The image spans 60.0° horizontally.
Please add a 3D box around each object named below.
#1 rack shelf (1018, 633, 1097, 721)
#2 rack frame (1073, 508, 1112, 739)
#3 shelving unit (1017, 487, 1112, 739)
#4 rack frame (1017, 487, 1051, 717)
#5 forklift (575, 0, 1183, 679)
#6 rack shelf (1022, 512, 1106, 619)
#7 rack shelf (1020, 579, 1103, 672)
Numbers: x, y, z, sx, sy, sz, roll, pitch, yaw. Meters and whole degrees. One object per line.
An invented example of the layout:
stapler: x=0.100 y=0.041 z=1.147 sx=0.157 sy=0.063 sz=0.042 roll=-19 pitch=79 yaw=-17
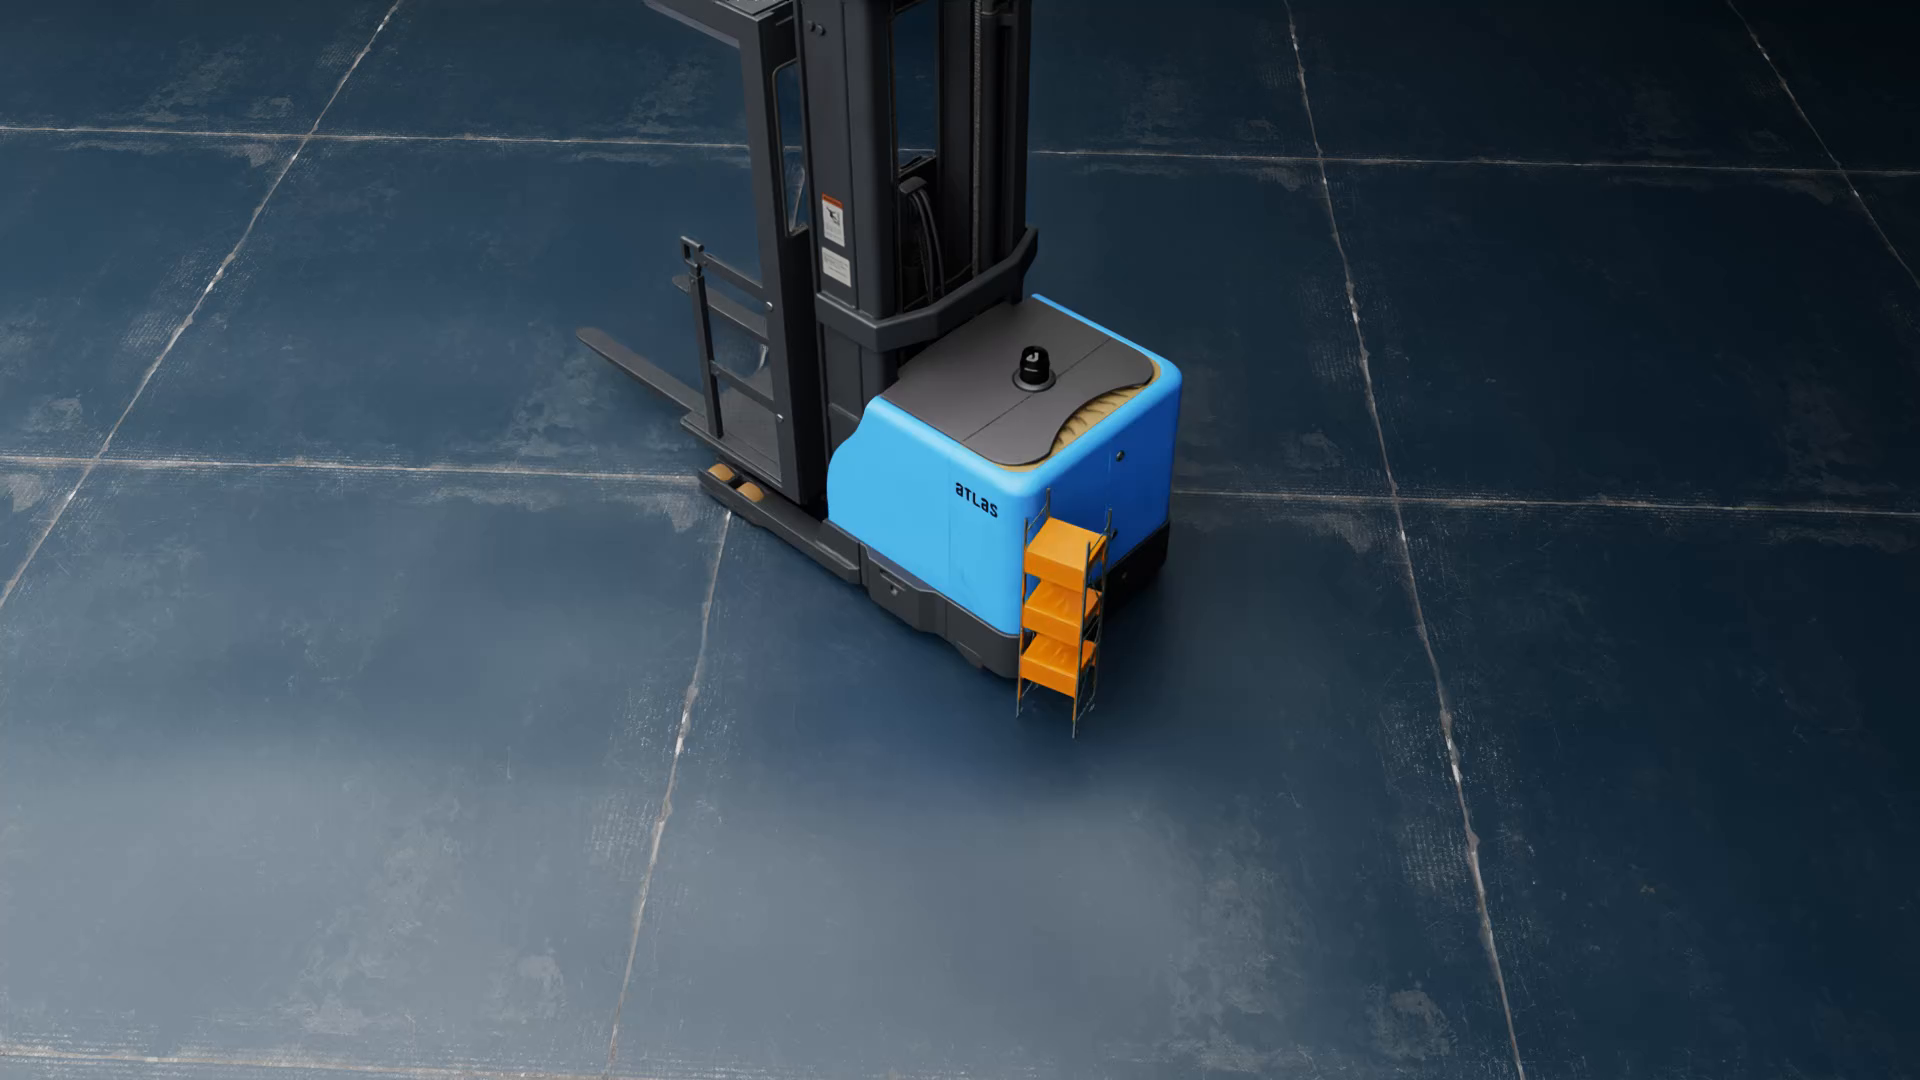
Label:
rack shelf: x=0.383 y=0.505 z=6.446 sx=0.240 sy=0.259 sz=0.215 roll=20 pitch=47 yaw=20
rack frame: x=0.491 y=0.333 z=6.208 sx=0.008 sy=1.050 sz=0.200 roll=20 pitch=47 yaw=20
shelving unit: x=0.383 y=0.293 z=6.250 sx=0.252 sy=1.050 sz=0.215 roll=20 pitch=47 yaw=20
rack frame: x=0.276 y=0.254 z=6.292 sx=0.008 sy=1.050 sz=0.200 roll=20 pitch=47 yaw=20
forklift: x=-0.538 y=-1.396 z=6.684 sx=3.031 sy=2.935 sz=1.130 roll=32 pitch=52 yaw=30
rack shelf: x=0.384 y=0.093 z=6.064 sx=0.240 sy=0.259 sz=0.215 roll=20 pitch=47 yaw=20
rack shelf: x=0.383 y=0.301 z=6.257 sx=0.240 sy=0.259 sz=0.215 roll=20 pitch=47 yaw=20
